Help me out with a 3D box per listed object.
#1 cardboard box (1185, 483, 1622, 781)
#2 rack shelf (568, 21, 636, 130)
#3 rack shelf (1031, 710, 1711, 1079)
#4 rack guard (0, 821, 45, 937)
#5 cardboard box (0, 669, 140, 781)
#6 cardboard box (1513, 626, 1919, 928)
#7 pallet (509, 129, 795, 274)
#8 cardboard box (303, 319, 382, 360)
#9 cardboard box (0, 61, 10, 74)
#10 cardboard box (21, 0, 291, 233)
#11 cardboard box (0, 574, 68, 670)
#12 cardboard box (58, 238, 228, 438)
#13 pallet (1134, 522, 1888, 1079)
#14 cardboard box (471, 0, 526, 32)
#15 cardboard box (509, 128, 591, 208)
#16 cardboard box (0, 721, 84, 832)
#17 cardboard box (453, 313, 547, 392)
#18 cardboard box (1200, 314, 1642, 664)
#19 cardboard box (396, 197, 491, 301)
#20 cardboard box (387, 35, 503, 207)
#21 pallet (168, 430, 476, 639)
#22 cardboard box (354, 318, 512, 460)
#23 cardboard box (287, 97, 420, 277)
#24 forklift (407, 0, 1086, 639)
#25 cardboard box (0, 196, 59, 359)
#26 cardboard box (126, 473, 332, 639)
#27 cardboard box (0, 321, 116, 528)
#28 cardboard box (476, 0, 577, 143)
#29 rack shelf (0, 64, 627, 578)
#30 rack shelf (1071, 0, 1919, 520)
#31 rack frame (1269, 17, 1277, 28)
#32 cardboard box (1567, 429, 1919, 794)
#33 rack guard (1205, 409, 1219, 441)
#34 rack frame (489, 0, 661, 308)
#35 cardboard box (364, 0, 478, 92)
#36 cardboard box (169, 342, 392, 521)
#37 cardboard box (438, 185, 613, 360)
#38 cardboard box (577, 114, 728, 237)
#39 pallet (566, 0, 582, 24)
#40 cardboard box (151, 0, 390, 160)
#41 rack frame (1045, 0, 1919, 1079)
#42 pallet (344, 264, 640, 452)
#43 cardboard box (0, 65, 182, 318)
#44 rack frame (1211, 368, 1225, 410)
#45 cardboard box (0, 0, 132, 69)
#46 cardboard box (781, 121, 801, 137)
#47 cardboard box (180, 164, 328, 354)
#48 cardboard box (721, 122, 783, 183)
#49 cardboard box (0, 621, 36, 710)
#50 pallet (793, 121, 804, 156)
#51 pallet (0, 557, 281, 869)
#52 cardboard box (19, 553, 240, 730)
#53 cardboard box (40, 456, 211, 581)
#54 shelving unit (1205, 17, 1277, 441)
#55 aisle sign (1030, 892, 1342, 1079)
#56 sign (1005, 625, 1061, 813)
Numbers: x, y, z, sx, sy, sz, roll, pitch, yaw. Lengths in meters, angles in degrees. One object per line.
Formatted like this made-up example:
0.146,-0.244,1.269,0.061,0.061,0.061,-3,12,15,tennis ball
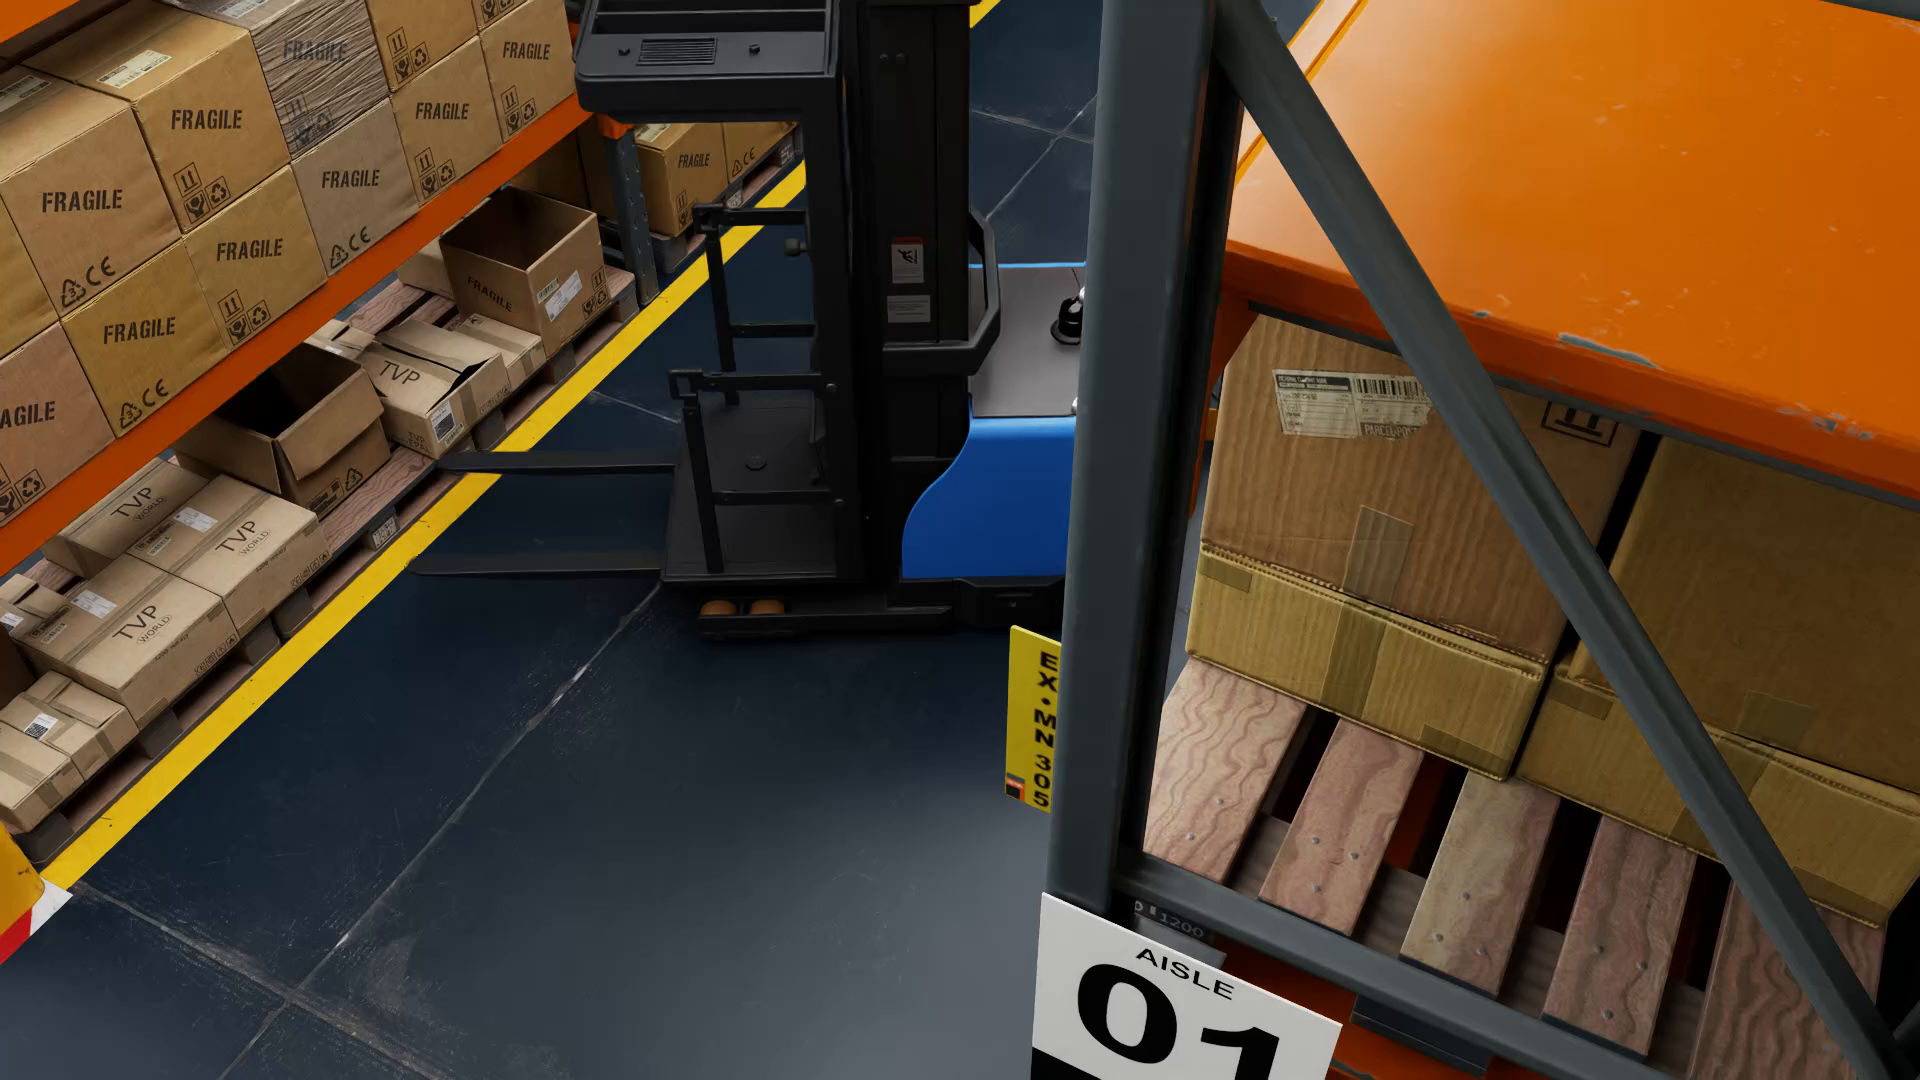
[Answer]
0.682,0.022,2.530,0.500,0.250,0.500,22,49,20,cardboard box
-1.027,-3.405,8.792,1.077,0.370,4.000,20,49,19,rack shelf
1.506,-0.306,3.620,1.077,0.370,4.000,20,49,19,rack shelf
-3.777,0.953,5.737,1.175,0.500,0.348,20,49,19,rack guard
-3.197,0.655,5.956,0.380,0.166,0.250,20,49,19,cardboard box
1.134,0.192,2.362,0.500,0.250,0.500,23,50,21,cardboard box
-1.611,-1.943,8.801,1.003,0.211,1.213,20,49,19,pallet
-2.734,-0.815,7.409,0.380,0.166,0.250,20,49,19,cardboard box
-3.378,-1.283,5.415,0.500,0.500,0.500,22,49,20,cardboard box
-2.665,-1.423,5.554,0.500,0.500,0.500,20,49,19,cardboard box
-3.510,0.314,6.293,0.380,0.166,0.250,20,49,19,cardboard box
-2.902,-0.748,5.590,0.500,0.500,0.500,20,49,19,cardboard box
0.913,0.261,2.616,1.003,0.211,1.213,20,49,19,pallet
-1.960,-2.380,6.500,0.500,0.500,0.500,21,49,19,cardboard box
-1.980,-2.079,8.424,0.500,0.500,0.500,20,49,19,cardboard box
-3.313,0.819,5.806,0.380,0.149,0.250,20,49,19,cardboard box
-2.089,-0.842,7.448,0.380,0.149,0.250,20,49,19,cardboard box
0.676,-0.244,2.266,0.500,0.500,0.500,20,49,19,cardboard box
-2.341,-1.414,7.900,0.500,0.311,0.500,20,49,19,cardboard box
-2.198,-1.708,6.539,0.500,0.500,0.500,22,49,20,cardboard box
-2.840,-0.214,7.093,1.003,0.211,1.213,20,49,19,pallet
-2.316,-0.682,7.176,0.500,0.311,0.500,20,49,19,cardboard box
-2.434,-1.384,6.218,0.500,0.500,0.500,22,49,20,cardboard box
-0.690,-1.017,5.974,3.031,2.935,1.130,-1,45,-1,forklift
-3.136,-0.789,4.927,0.500,0.500,0.500,21,49,19,cardboard box
-2.844,0.055,6.490,0.500,0.250,0.500,20,49,19,cardboard box
-3.137,-0.432,5.278,0.500,0.500,0.500,20,49,19,cardboard box
-1.960,-2.033,6.860,0.500,0.500,0.500,21,49,20,cardboard box
-2.883,-0.885,6.301,1.077,0.370,4.000,20,49,19,rack shelf
1.506,-1.220,2.696,1.077,0.370,4.000,20,49,19,rack shelf
1.112,-1.736,7.692,0.500,1.500,0.032,7,46,7,rack frame
1.130,-0.073,2.097,0.500,0.500,0.500,19,48,18,cardboard box
0.937,-0.586,7.433,0.587,0.250,0.087,7,46,7,rack guard
-1.955,-2.398,7.291,1.000,3.000,0.127,20,49,19,rack frame
-2.196,-2.057,6.180,0.500,0.500,0.500,20,49,18,cardboard box
-2.823,-0.490,6.851,0.797,0.503,0.637,20,49,19,cardboard box
-1.968,-1.221,7.576,0.500,0.500,0.500,20,49,19,cardboard box
-1.515,-1.898,8.245,0.500,0.500,0.500,18,48,17,cardboard box
-1.487,-2.798,7.821,1.003,0.211,1.213,20,49,19,pallet
-2.430,-1.739,5.867,0.500,0.500,0.500,21,49,19,cardboard box
0.578,-0.354,1.053,1.000,3.000,0.127,20,49,19,rack frame
-2.275,-0.985,7.855,1.003,0.211,1.213,20,49,19,pallet
-2.900,-1.103,5.237,0.500,0.500,0.500,21,49,20,cardboard box
0.936,-1.024,6.988,0.500,1.500,0.032,7,46,7,rack frame
-3.140,-1.606,5.735,0.500,0.500,0.500,22,49,20,cardboard box
-1.038,-2.550,8.890,0.500,0.500,0.500,21,49,20,cardboard box
-2.668,-1.062,5.900,0.500,0.500,0.500,21,49,20,cardboard box
-1.277,-2.238,8.581,0.500,0.500,0.500,21,49,20,cardboard box
-3.778,0.422,5.952,0.500,0.500,0.500,20,49,19,cardboard box
-1.046,-2.714,9.564,1.003,0.211,1.213,20,49,19,pallet
-3.407,0.552,6.336,1.003,0.211,1.213,20,49,19,pallet
-3.076,0.370,6.179,0.500,0.250,0.500,20,49,19,cardboard box
-3.310,-0.079,6.622,0.500,0.250,0.500,20,49,19,cardboard box
1.023,-1.374,7.333,0.587,1.500,1.083,7,46,7,shelving unit
0.278,0.788,2.315,0.394,0.787,0.004,20,49,19,aisle sign
0.103,0.229,2.018,0.100,0.325,0.005,20,49,19,sign
